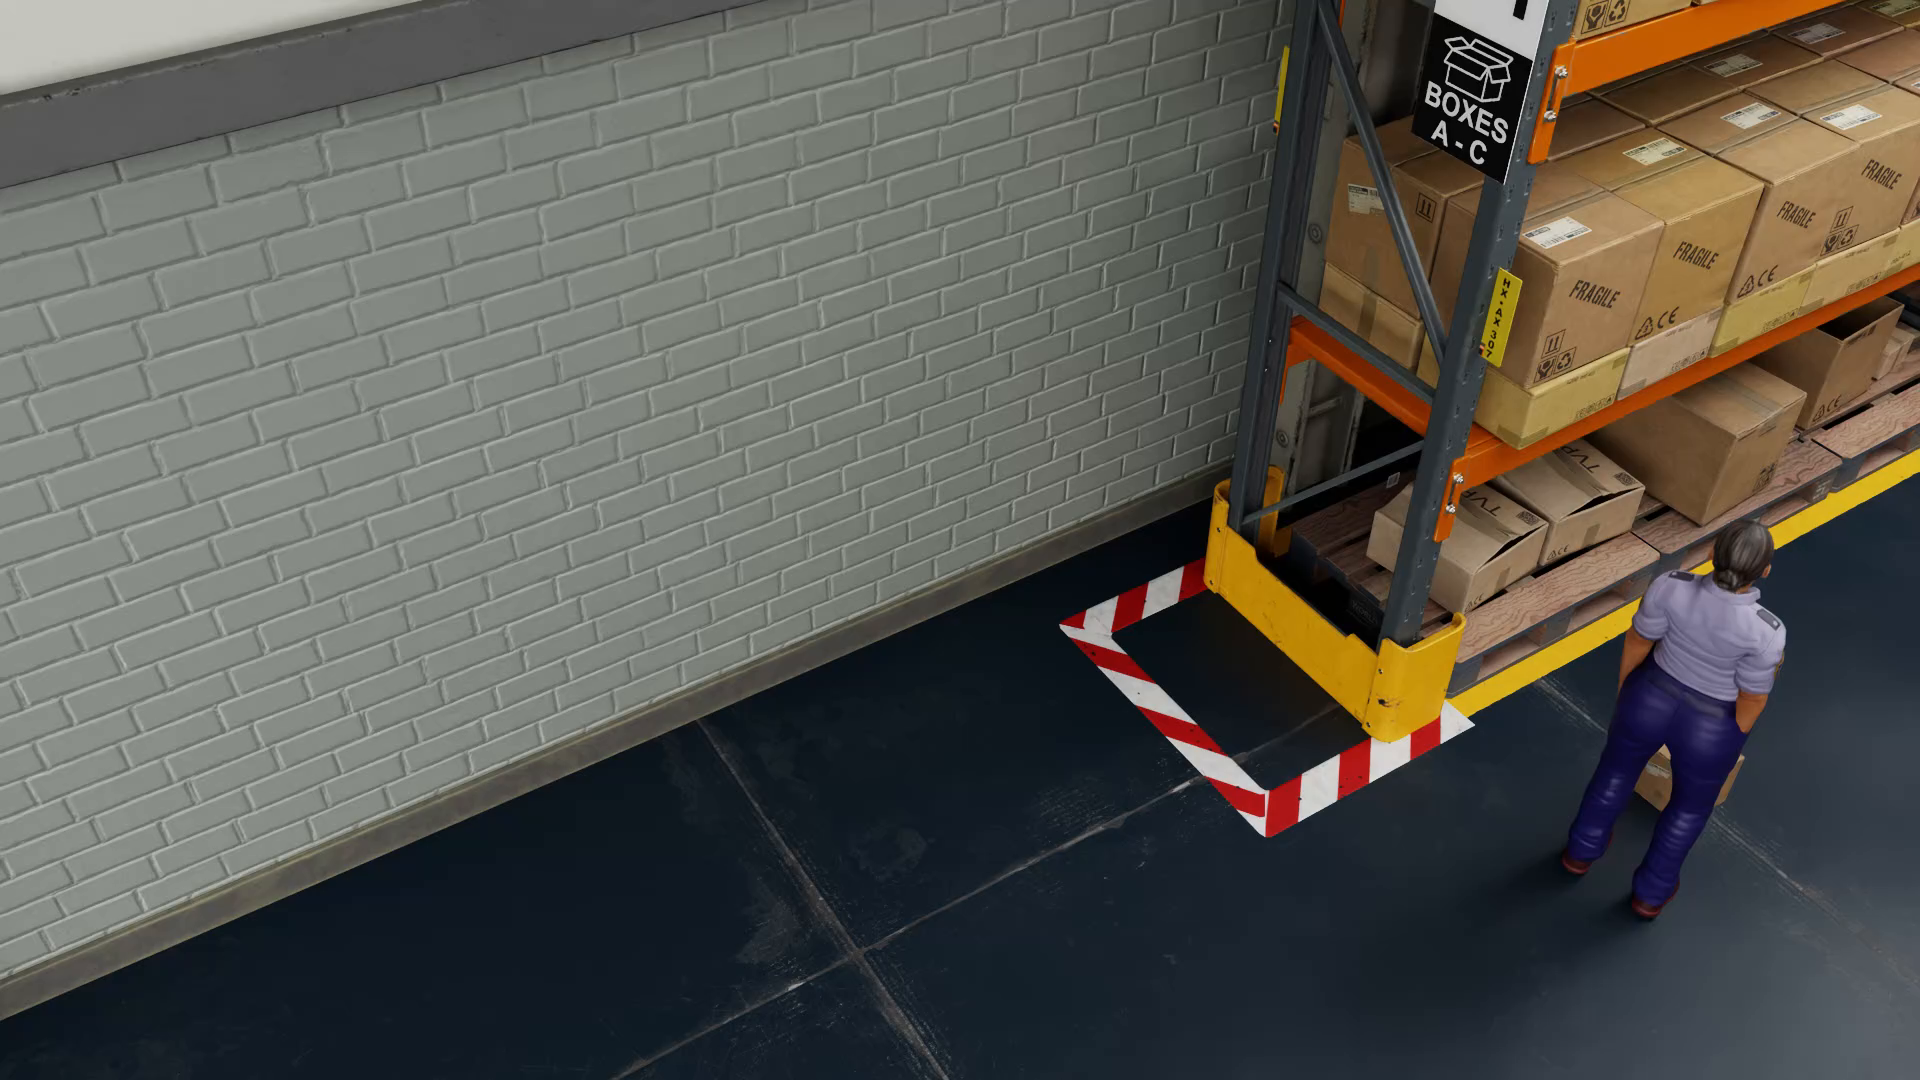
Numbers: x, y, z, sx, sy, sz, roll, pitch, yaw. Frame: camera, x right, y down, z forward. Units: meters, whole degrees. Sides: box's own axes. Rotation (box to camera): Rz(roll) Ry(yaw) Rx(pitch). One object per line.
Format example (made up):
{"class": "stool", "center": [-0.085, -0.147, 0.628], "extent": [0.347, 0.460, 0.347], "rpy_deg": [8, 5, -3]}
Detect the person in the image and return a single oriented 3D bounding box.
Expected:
{"class": "person", "center": [2.385, 0.576, 5.524], "extent": [0.468, 1.660, 0.342], "rpy_deg": [31, 50, 31]}
